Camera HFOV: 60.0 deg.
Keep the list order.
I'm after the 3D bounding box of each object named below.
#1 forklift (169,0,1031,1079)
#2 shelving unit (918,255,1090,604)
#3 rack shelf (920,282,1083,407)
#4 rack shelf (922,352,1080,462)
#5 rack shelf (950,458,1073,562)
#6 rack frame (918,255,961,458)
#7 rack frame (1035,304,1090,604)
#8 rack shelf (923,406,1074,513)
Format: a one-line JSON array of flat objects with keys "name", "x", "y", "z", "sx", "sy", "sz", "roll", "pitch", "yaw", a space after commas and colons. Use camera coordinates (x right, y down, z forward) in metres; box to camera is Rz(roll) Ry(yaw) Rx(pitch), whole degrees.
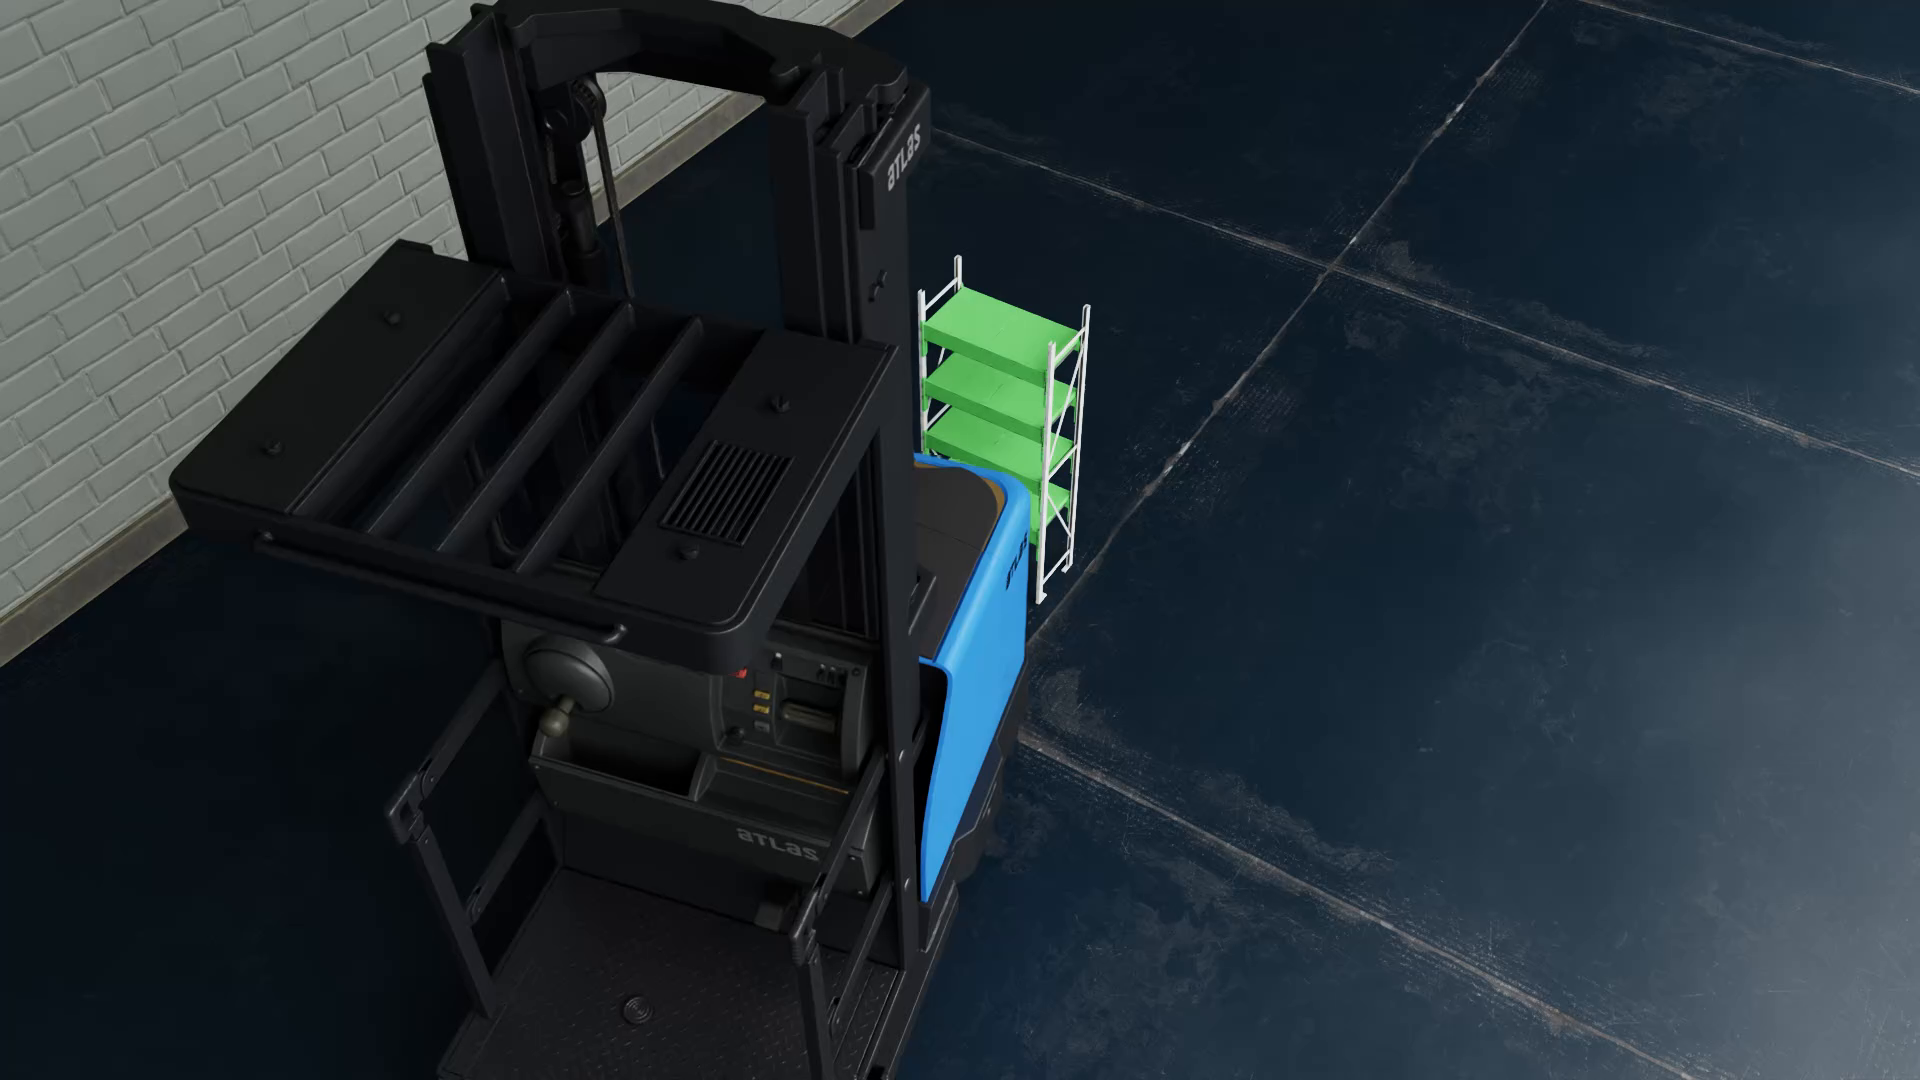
[{"name": "forklift", "x": -0.725, "y": 0.434, "z": 3.784, "sx": 1.130, "sy": 2.935, "sz": 3.031, "roll": 14, "pitch": 47, "yaw": 13}, {"name": "shelving unit", "x": 0.139, "y": -0.354, "z": 5.757, "sx": 0.503, "sy": 1.200, "sz": 0.258, "roll": 25, "pitch": 51, "yaw": 22}, {"name": "rack shelf", "x": 0.139, "y": -0.644, "z": 5.459, "sx": 0.480, "sy": 0.148, "sz": 0.258, "roll": 25, "pitch": 51, "yaw": 22}, {"name": "rack shelf", "x": 0.139, "y": -0.477, "z": 5.631, "sx": 0.480, "sy": 0.148, "sz": 0.258, "roll": 25, "pitch": 51, "yaw": 22}, {"name": "rack shelf", "x": 0.139, "y": -0.142, "z": 5.975, "sx": 0.480, "sy": 0.148, "sz": 0.258, "roll": 25, "pitch": 51, "yaw": 22}, {"name": "rack frame", "x": -0.066, "y": -0.449, "z": 5.849, "sx": 0.015, "sy": 1.200, "sz": 0.240, "roll": 25, "pitch": 51, "yaw": 22}, {"name": "rack frame", "x": 0.345, "y": -0.260, "z": 5.666, "sx": 0.015, "sy": 1.200, "sz": 0.240, "roll": 25, "pitch": 51, "yaw": 22}, {"name": "rack shelf", "x": 0.139, "y": -0.310, "z": 5.803, "sx": 0.480, "sy": 0.148, "sz": 0.258, "roll": 25, "pitch": 51, "yaw": 22}]
